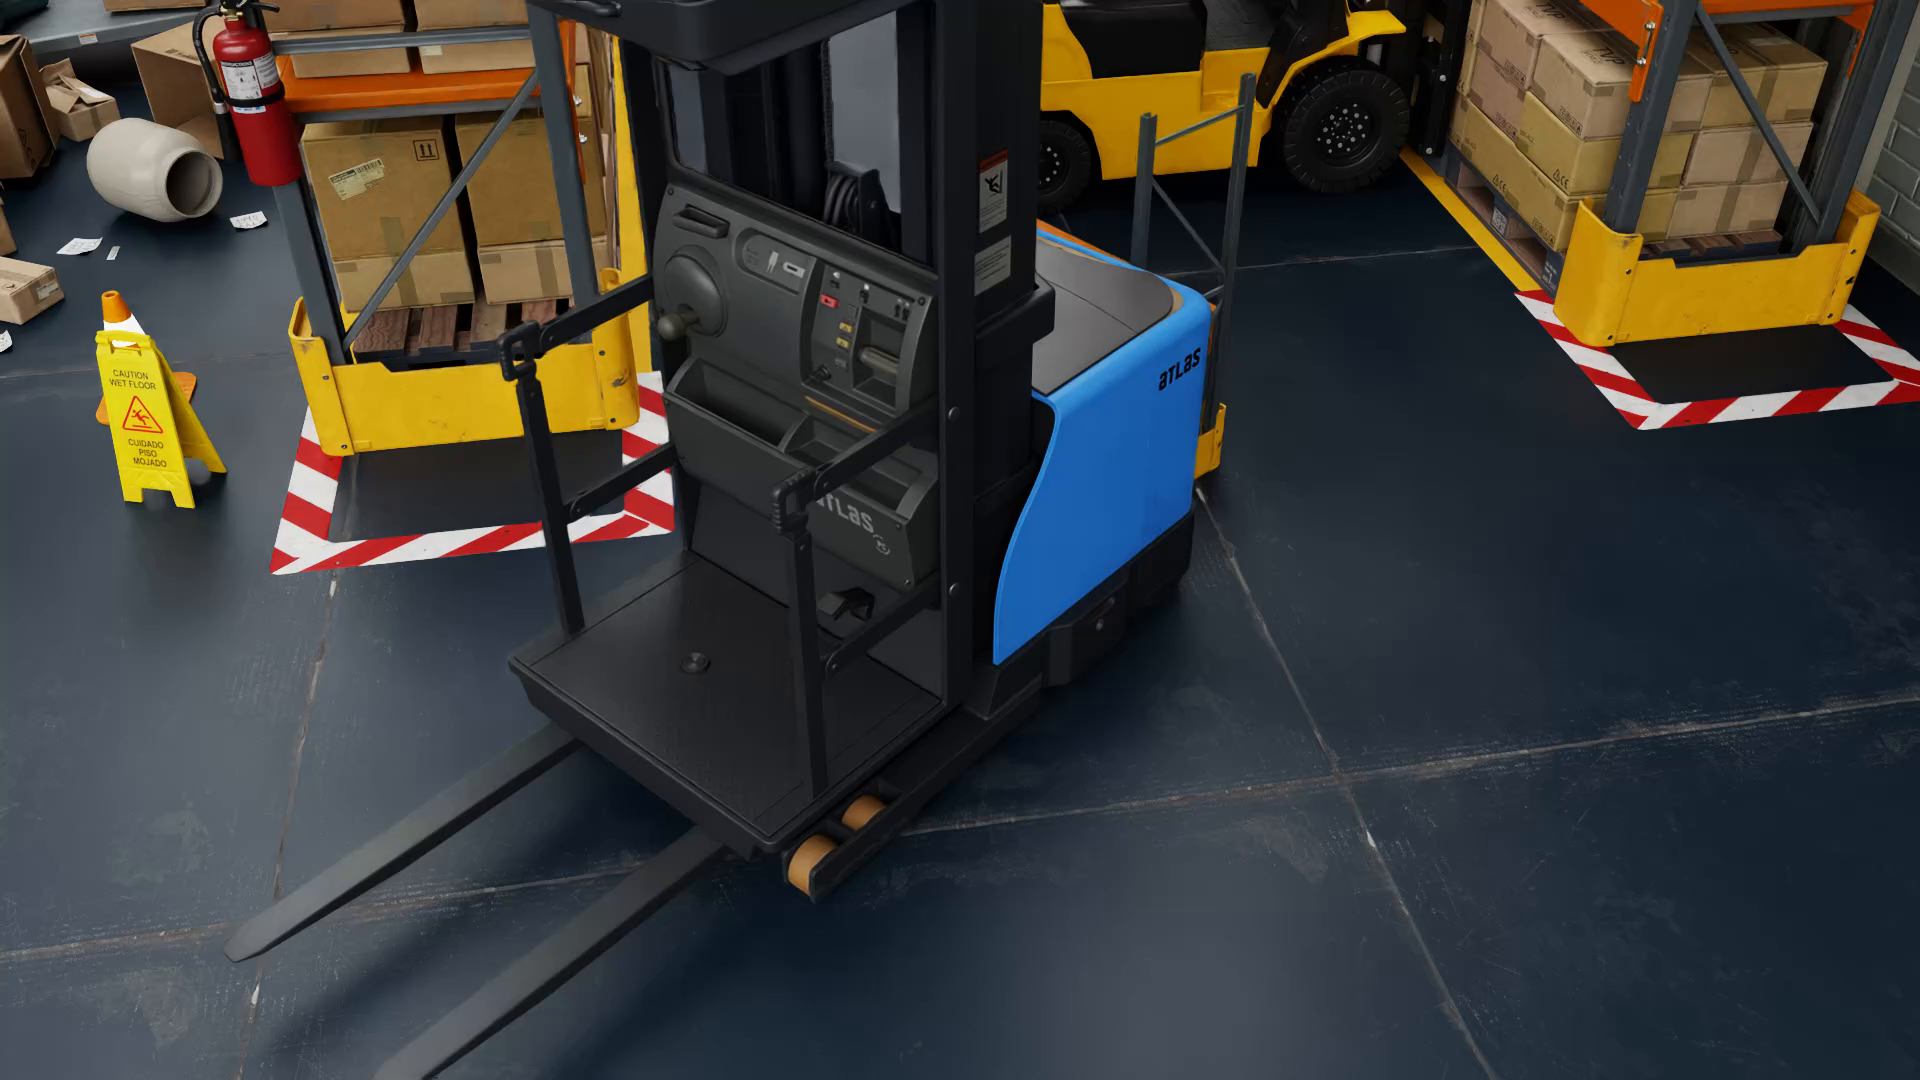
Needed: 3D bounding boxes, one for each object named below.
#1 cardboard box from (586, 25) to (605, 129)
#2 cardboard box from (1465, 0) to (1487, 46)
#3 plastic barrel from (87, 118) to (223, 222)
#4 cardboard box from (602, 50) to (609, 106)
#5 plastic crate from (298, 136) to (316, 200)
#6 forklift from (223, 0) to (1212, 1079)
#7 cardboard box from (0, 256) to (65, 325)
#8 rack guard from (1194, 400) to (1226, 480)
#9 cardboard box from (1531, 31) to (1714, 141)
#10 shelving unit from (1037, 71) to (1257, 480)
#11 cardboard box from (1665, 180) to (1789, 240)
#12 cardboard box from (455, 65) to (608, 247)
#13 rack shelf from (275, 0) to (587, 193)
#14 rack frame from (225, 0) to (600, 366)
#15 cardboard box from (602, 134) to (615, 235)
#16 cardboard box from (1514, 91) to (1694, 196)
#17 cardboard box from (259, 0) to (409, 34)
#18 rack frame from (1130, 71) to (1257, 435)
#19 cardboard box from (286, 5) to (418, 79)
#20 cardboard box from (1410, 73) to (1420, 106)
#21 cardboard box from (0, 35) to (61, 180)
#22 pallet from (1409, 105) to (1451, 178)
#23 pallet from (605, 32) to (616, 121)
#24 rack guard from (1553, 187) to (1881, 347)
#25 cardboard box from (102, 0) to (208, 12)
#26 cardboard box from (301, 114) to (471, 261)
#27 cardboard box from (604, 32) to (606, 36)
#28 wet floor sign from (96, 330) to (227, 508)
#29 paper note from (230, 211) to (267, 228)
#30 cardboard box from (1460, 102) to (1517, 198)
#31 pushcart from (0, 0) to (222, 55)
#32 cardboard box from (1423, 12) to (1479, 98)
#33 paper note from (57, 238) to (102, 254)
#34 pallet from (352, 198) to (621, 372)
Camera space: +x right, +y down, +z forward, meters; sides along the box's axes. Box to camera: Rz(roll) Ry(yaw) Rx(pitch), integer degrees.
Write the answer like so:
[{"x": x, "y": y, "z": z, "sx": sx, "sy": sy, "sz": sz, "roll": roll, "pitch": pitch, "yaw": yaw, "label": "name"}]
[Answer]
[{"x": -1.856, "y": -2.135, "z": 7.341, "sx": 0.500, "sy": 0.500, "sz": 0.500, "roll": -6, "pitch": 38, "yaw": -7, "label": "cardboard box"}, {"x": 2.499, "y": -2.476, "z": 7.576, "sx": 0.500, "sy": 0.250, "sz": 0.500, "roll": -6, "pitch": 38, "yaw": -7, "label": "cardboard box"}, {"x": -3.659, "y": -1.676, "z": 7.562, "sx": 0.512, "sy": 0.421, "sz": 0.421, "roll": 19, "pitch": 42, "yaw": 23, "label": "plastic barrel"}, {"x": -1.951, "y": -2.148, "z": 7.969, "sx": 0.500, "sy": 0.250, "sz": 0.500, "roll": -6, "pitch": 38, "yaw": -7, "label": "cardboard box"}, {"x": -3.039, "y": -1.835, "z": 8.047, "sx": 0.402, "sy": 0.080, "sz": 0.583, "roll": -20, "pitch": 42, "yaw": -23, "label": "plastic crate"}, {"x": -0.577, "y": -0.544, "z": 4.061, "sx": 1.130, "sy": 2.935, "sz": 3.031, "roll": 28, "pitch": 46, "yaw": 31, "label": "forklift"}, {"x": -4.024, "y": -1.057, "z": 6.989, "sx": 0.380, "sy": 0.149, "sz": 0.250, "roll": 13, "pitch": 40, "yaw": 16, "label": "cardboard box"}, {"x": 0.716, "y": -0.276, "z": 5.901, "sx": 0.587, "sy": 0.250, "sz": 0.087, "roll": -29, "pitch": 46, "yaw": -32, "label": "rack guard"}, {"x": 2.692, "y": -1.864, "z": 6.789, "sx": 0.500, "sy": 0.250, "sz": 0.500, "roll": -5, "pitch": 38, "yaw": -6, "label": "cardboard box"}, {"x": 0.382, "y": -0.996, "z": 5.810, "sx": 0.587, "sy": 1.500, "sz": 1.083, "roll": -29, "pitch": 46, "yaw": -32, "label": "shelving unit"}, {"x": 3.187, "y": -1.543, "z": 7.190, "sx": 0.500, "sy": 0.250, "sz": 0.500, "roll": -6, "pitch": 38, "yaw": -8, "label": "cardboard box"}, {"x": -1.680, "y": -1.516, "z": 6.544, "sx": 0.500, "sy": 0.500, "sz": 0.500, "roll": -7, "pitch": 38, "yaw": -9, "label": "cardboard box"}, {"x": -2.157, "y": -2.533, "z": 7.151, "sx": 1.077, "sy": 0.370, "sz": 4.000, "roll": -6, "pitch": 38, "yaw": -8, "label": "rack shelf"}, {"x": -1.806, "y": -1.609, "z": 5.376, "sx": 1.000, "sy": 3.000, "sz": 0.127, "roll": -6, "pitch": 38, "yaw": -8, "label": "rack frame"}, {"x": -1.757, "y": -1.515, "z": 7.154, "sx": 0.500, "sy": 0.250, "sz": 0.500, "roll": -5, "pitch": 38, "yaw": -6, "label": "cardboard box"}, {"x": 2.687, "y": -1.683, "z": 6.962, "sx": 0.500, "sy": 0.250, "sz": 0.500, "roll": -7, "pitch": 38, "yaw": -9, "label": "cardboard box"}, {"x": -2.172, "y": -2.064, "z": 5.638, "sx": 0.500, "sy": 0.500, "sz": 0.500, "roll": -7, "pitch": 38, "yaw": -9, "label": "cardboard box"}, {"x": 0.729, "y": -0.761, "z": 5.506, "sx": 0.500, "sy": 1.500, "sz": 0.032, "roll": -29, "pitch": 46, "yaw": -32, "label": "rack frame"}, {"x": -2.082, "y": -1.712, "z": 5.714, "sx": 0.380, "sy": 0.149, "sz": 0.250, "roll": -5, "pitch": 38, "yaw": -6, "label": "cardboard box"}, {"x": 2.417, "y": -2.391, "z": 8.281, "sx": 0.500, "sy": 0.250, "sz": 0.500, "roll": -5, "pitch": 38, "yaw": -7, "label": "cardboard box"}, {"x": -4.779, "y": -2.029, "z": 7.841, "sx": 0.797, "sy": 0.637, "sz": 0.503, "roll": -6, "pitch": 38, "yaw": -8, "label": "cardboard box"}, {"x": 2.694, "y": -2.237, "z": 8.457, "sx": 1.003, "sy": 0.211, "sz": 1.213, "roll": -6, "pitch": 38, "yaw": -8, "label": "pallet"}, {"x": -2.355, "y": -2.522, "z": 8.824, "sx": 1.003, "sy": 0.211, "sz": 1.213, "roll": -6, "pitch": 38, "yaw": -8, "label": "pallet"}, {"x": 3.084, "y": -1.143, "z": 6.814, "sx": 1.175, "sy": 0.500, "sz": 0.348, "roll": -6, "pitch": 38, "yaw": -8, "label": "rack guard"}, {"x": -4.254, "y": -3.127, "z": 8.750, "sx": 0.500, "sy": 0.500, "sz": 0.500, "roll": -6, "pitch": 38, "yaw": -8, "label": "cardboard box"}, {"x": -2.203, "y": -1.441, "z": 6.447, "sx": 0.500, "sy": 0.500, "sz": 0.500, "roll": -6, "pitch": 38, "yaw": -8, "label": "cardboard box"}, {"x": -2.139, "y": -2.777, "z": 8.778, "sx": 0.500, "sy": 0.250, "sz": 0.500, "roll": -5, "pitch": 38, "yaw": -6, "label": "cardboard box"}, {"x": -2.826, "y": -0.449, "z": 5.802, "sx": 0.267, "sy": 0.644, "sz": 0.232, "roll": 6, "pitch": 38, "yaw": 8, "label": "wet floor sign"}, {"x": -3.258, "y": -1.468, "z": 7.615, "sx": 0.142, "sy": 0.019, "sz": 0.148, "roll": -20, "pitch": 42, "yaw": -23, "label": "paper note"}, {"x": 2.609, "y": -1.776, "z": 7.490, "sx": 0.500, "sy": 0.250, "sz": 0.500, "roll": -6, "pitch": 38, "yaw": -8, "label": "cardboard box"}, {"x": -4.743, "y": -2.714, "z": 8.936, "sx": 1.648, "sy": 0.377, "sz": 0.936, "roll": -20, "pitch": 42, "yaw": -23, "label": "pushcart"}, {"x": 2.499, "y": -2.296, "z": 7.752, "sx": 0.500, "sy": 0.250, "sz": 0.500, "roll": -7, "pitch": 38, "yaw": -9, "label": "cardboard box"}, {"x": -3.933, "y": -1.318, "z": 7.431, "sx": 0.148, "sy": 0.019, "sz": 0.142, "roll": 6, "pitch": 38, "yaw": 8, "label": "paper note"}, {"x": -1.927, "y": -1.048, "z": 6.927, "sx": 1.003, "sy": 0.211, "sz": 1.213, "roll": -6, "pitch": 38, "yaw": -8, "label": "pallet"}]
